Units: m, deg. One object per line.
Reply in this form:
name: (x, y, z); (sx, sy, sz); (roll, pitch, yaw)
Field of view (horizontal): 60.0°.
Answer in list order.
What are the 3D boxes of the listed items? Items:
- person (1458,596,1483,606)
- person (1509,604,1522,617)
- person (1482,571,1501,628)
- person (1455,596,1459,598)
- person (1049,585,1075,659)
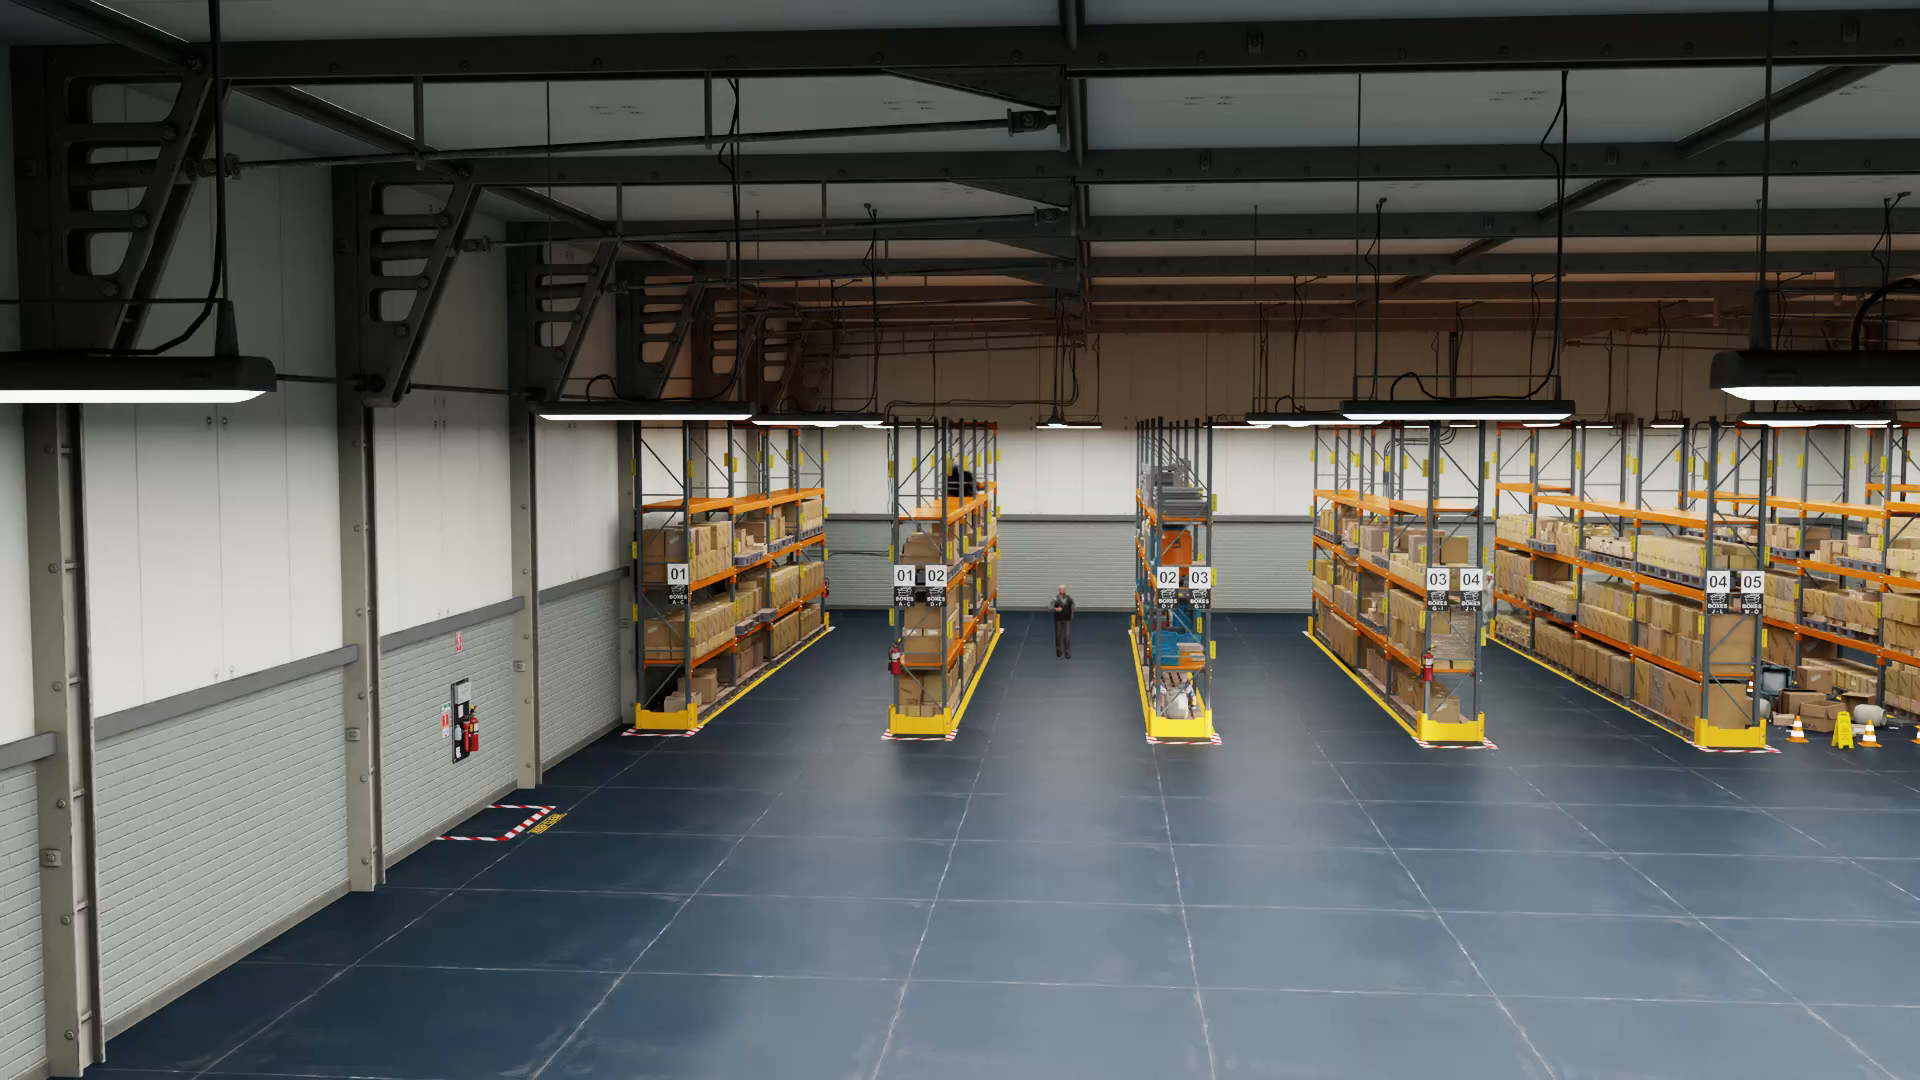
person: (13.312, 1.991, 43.409); (0.656, 1.710, 0.933); (1, 4, 15)
person: (15.922, 1.866, 47.491); (0.602, 1.548, 0.467); (-3, 5, -41)
person: (15.147, 1.776, 47.284); (0.909, 1.823, 0.707); (0, 4, -3)
person: (14.118, 1.780, 46.970); (0.885, 1.770, 0.705); (-2, 4, -26)
person: (2.459, 1.959, 39.804); (0.657, 1.765, 0.871); (0, 4, -6)
